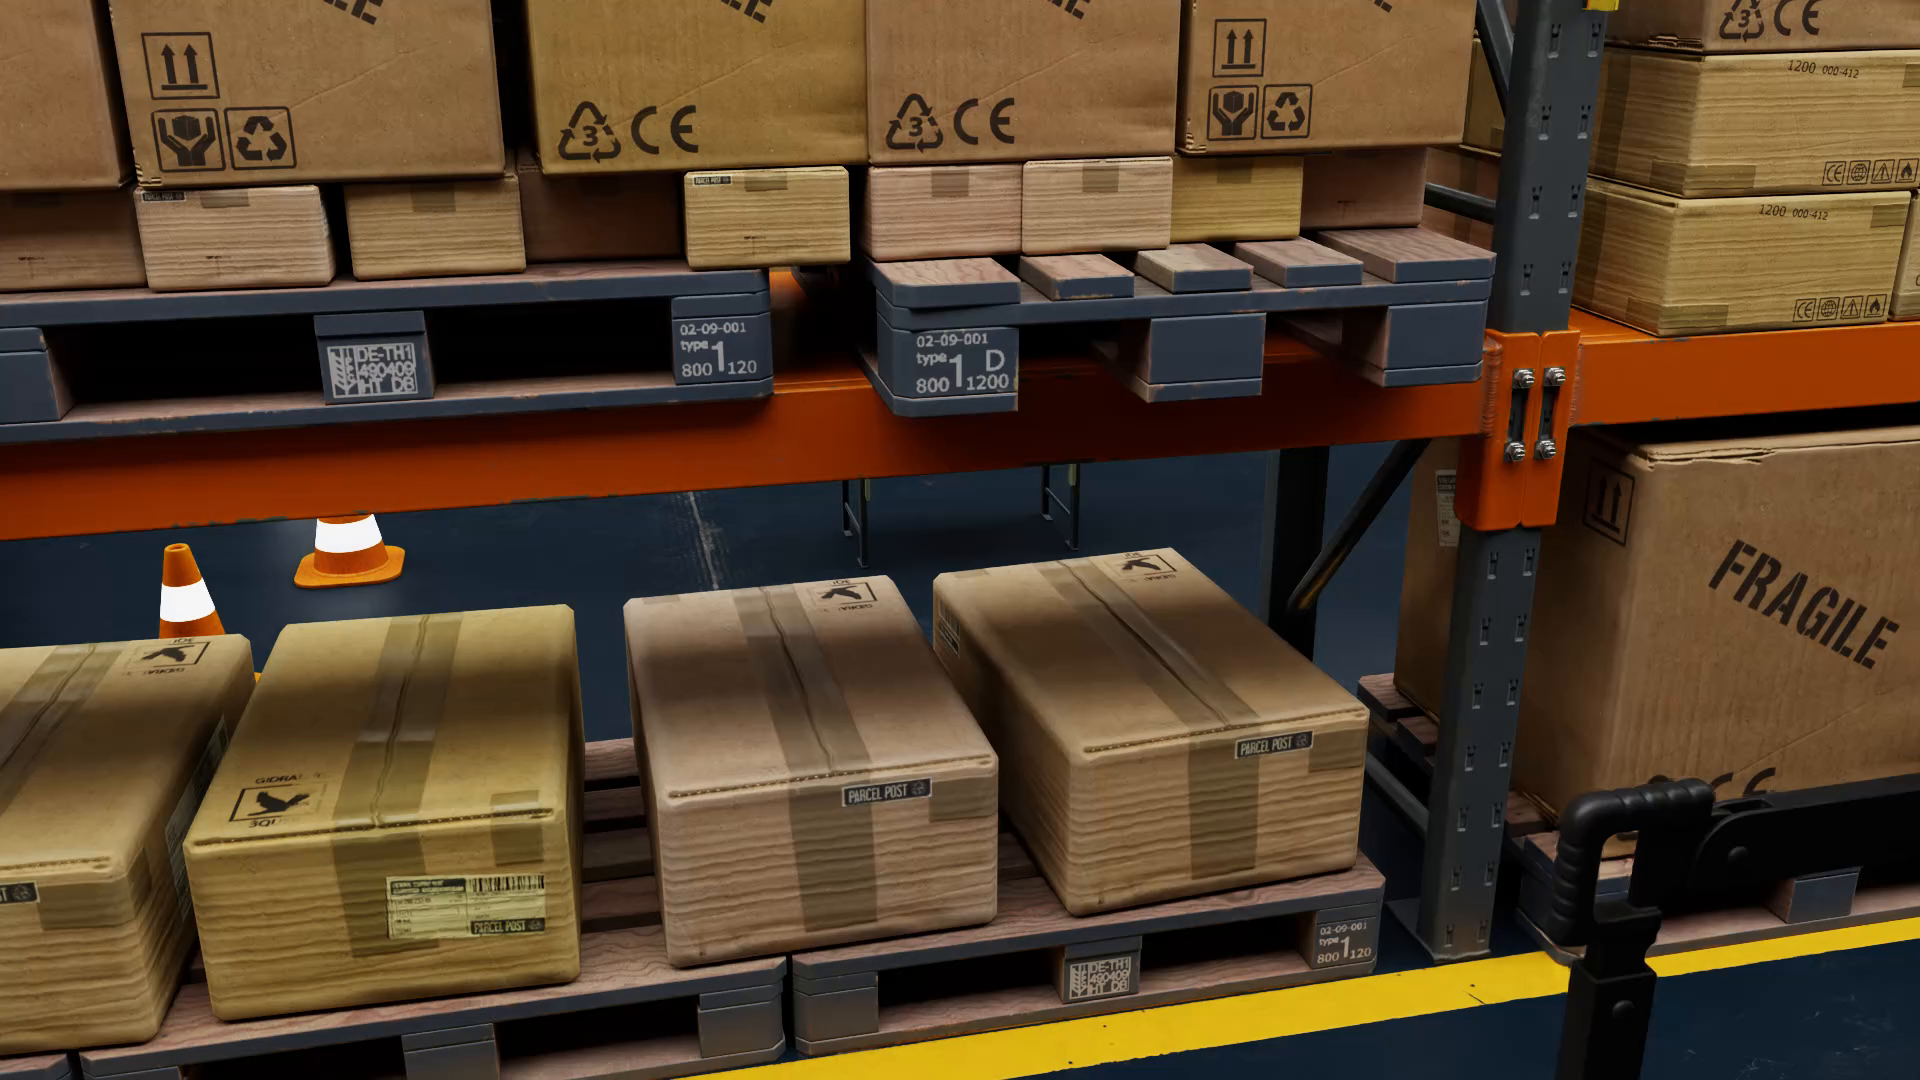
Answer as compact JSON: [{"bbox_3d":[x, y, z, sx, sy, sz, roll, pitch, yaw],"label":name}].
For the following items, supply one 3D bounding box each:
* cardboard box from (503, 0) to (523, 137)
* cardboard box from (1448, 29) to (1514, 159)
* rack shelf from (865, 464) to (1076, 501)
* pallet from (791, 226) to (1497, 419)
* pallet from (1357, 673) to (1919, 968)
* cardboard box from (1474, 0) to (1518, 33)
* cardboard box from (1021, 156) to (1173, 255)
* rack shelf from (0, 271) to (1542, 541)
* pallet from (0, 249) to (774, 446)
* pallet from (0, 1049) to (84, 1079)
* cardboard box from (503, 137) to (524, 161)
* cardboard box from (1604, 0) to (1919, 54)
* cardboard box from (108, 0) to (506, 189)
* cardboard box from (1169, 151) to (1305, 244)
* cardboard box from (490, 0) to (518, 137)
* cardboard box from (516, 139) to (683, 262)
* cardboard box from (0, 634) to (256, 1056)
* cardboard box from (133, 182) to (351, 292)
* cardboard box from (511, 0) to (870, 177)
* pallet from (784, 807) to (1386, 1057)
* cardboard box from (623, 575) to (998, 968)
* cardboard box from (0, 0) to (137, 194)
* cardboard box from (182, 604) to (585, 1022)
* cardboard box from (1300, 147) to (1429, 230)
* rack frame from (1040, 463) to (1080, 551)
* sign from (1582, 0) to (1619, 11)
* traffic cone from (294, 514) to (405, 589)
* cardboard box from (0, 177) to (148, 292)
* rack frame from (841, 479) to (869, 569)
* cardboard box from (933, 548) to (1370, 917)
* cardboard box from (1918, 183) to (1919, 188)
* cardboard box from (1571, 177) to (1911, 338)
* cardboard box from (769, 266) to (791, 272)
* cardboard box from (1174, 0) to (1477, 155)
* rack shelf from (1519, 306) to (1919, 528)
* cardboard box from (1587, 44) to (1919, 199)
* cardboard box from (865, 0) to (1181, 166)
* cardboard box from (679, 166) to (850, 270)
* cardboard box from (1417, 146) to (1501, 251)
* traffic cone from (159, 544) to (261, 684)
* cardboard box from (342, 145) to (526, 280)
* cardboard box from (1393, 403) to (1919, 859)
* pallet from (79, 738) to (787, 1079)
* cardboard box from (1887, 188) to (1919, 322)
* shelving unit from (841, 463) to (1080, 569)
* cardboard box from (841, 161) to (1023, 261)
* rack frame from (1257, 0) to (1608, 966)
[{"bbox_3d":[-0.589,-1.042,3.111,0.500,0.500,0.500,-4,21,-12],"label":"cardboard box"},{"bbox_3d":[1.336,-0.992,3.654,0.500,0.250,0.500,-5,21,-13],"label":"cardboard box"},{"bbox_3d":[-0.006,-0.398,5.667,0.720,0.370,0.431,-5,21,-12],"label":"rack shelf"},{"bbox_3d":[0.254,-0.522,3.159,1.003,0.211,1.213,-5,21,-12],"label":"pallet"},{"bbox_3d":[1.707,0.568,3.958,1.213,0.211,1.003,-5,21,-12],"label":"pallet"},{"bbox_3d":[1.366,-1.349,3.538,0.500,0.500,0.500,-5,21,-14],"label":"cardboard box"},{"bbox_3d":[0.179,-0.599,2.843,0.250,0.149,0.380,-5,21,-13],"label":"cardboard box"},{"bbox_3d":[-1.024,-0.208,3.068,4.000,0.370,1.077,-5,21,-12],"label":"rack shelf"},{"bbox_3d":[-0.994,-0.444,2.945,1.213,0.211,1.003,-5,21,-12],"label":"pallet"},{"bbox_3d":[-2.213,0.859,3.162,1.213,0.211,1.003,-5,21,-12],"label":"pallet"},{"bbox_3d":[-0.751,-0.707,3.139,0.250,0.149,0.380,-4,20,-10],"label":"cardboard box"},{"bbox_3d":[1.459,-1.178,3.071,0.500,0.500,0.500,-5,21,-14],"label":"cardboard box"},{"bbox_3d":[-0.979,-0.831,2.535,0.500,0.500,0.500,-6,21,-15],"label":"cardboard box"},{"bbox_3d":[0.414,-0.634,2.938,0.250,0.149,0.380,-4,21,-12],"label":"cardboard box"},{"bbox_3d":[-1.078,-1.005,3.010,0.500,0.500,0.500,-5,21,-15],"label":"cardboard box"},{"bbox_3d":[-0.606,-0.577,2.784,0.250,0.149,0.380,-4,21,-12],"label":"cardboard box"},{"bbox_3d":[-1.761,0.548,3.166,0.625,0.372,0.950,-3,20,-9],"label":"cardboard box"},{"bbox_3d":[-1.085,-0.499,2.570,0.250,0.149,0.380,-4,20,-10],"label":"cardboard box"},{"bbox_3d":[-0.447,-0.874,2.652,0.500,0.500,0.500,-6,21,-16],"label":"cardboard box"},{"bbox_3d":[0.162,0.666,3.689,1.213,0.211,1.003,-5,21,-12],"label":"pallet"},{"bbox_3d":[-0.346,0.435,3.477,0.625,0.372,0.950,-5,21,-14],"label":"cardboard box"},{"bbox_3d":[-1.476,-0.787,2.414,0.500,0.500,0.500,-5,21,-13],"label":"cardboard box"},{"bbox_3d":[-1.085,0.493,3.318,0.625,0.372,0.950,-4,20,-11],"label":"cardboard box"},{"bbox_3d":[0.658,-0.679,3.062,0.250,0.149,0.380,-4,20,-10],"label":"cardboard box"},{"bbox_3d":[0.350,-0.733,5.634,0.023,1.500,0.400,-5,21,-12],"label":"rack frame"},{"bbox_3d":[1.057,-1.030,2.698,0.005,0.325,0.100,-5,21,-12],"label":"sign"},{"bbox_3d":[-2.033,-0.121,5.473,0.334,0.463,0.336,-5,21,-12],"label":"traffic cone"},{"bbox_3d":[-1.355,-0.495,2.560,0.250,0.149,0.380,-4,21,-12],"label":"cardboard box"},{"bbox_3d":[-0.363,-0.675,5.476,0.023,1.500,0.400,-5,21,-12],"label":"rack frame"},{"bbox_3d":[0.371,0.374,3.644,0.625,0.372,0.950,-6,21,-16],"label":"cardboard box"},{"bbox_3d":[1.976,-0.867,3.311,0.500,0.250,0.500,-4,21,-11],"label":"cardboard box"},{"bbox_3d":[1.457,-0.589,3.279,0.500,0.250,0.500,-5,21,-13],"label":"cardboard box"},{"bbox_3d":[-0.928,-1.476,8.144,0.750,0.750,1.050,-5,21,-13],"label":"cardboard box"},{"bbox_3d":[0.544,-0.959,2.884,0.500,0.500,0.500,-5,21,-14],"label":"cardboard box"},{"bbox_3d":[2.869,-0.525,3.933,4.000,0.370,1.077,-5,21,-12],"label":"rack shelf"},{"bbox_3d":[1.473,-0.826,3.200,0.500,0.250,0.500,-5,21,-13],"label":"cardboard box"},{"bbox_3d":[0.044,-0.915,2.762,0.500,0.500,0.500,-5,21,-13],"label":"cardboard box"},{"bbox_3d":[-0.333,-0.555,2.723,0.250,0.149,0.380,-4,21,-12],"label":"cardboard box"},{"bbox_3d":[1.355,-0.761,3.749,0.500,0.250,0.500,-5,21,-14],"label":"cardboard box"},{"bbox_3d":[-2.085,0.237,4.496,0.334,0.463,0.336,-5,21,-12],"label":"traffic cone"},{"bbox_3d":[-0.832,-0.530,2.655,0.250,0.149,0.380,-5,21,-14],"label":"cardboard box"},{"bbox_3d":[1.614,0.069,3.743,0.875,0.875,0.875,-5,21,-13],"label":"cardboard box"},{"bbox_3d":[-1.023,0.762,3.429,1.213,0.211,1.003,-5,21,-12],"label":"pallet"},{"bbox_3d":[1.953,-0.635,3.406,0.500,0.250,0.500,-5,21,-14],"label":"cardboard box"},{"bbox_3d":[-0.006,-0.704,5.555,0.755,1.500,0.431,-5,21,-12],"label":"shelving unit"},{"bbox_3d":[-0.068,-0.581,2.795,0.250,0.149,0.380,-6,21,-15],"label":"cardboard box"},{"bbox_3d":[0.923,-0.705,3.377,0.127,3.000,1.000,-5,21,-12],"label":"rack frame"}]
